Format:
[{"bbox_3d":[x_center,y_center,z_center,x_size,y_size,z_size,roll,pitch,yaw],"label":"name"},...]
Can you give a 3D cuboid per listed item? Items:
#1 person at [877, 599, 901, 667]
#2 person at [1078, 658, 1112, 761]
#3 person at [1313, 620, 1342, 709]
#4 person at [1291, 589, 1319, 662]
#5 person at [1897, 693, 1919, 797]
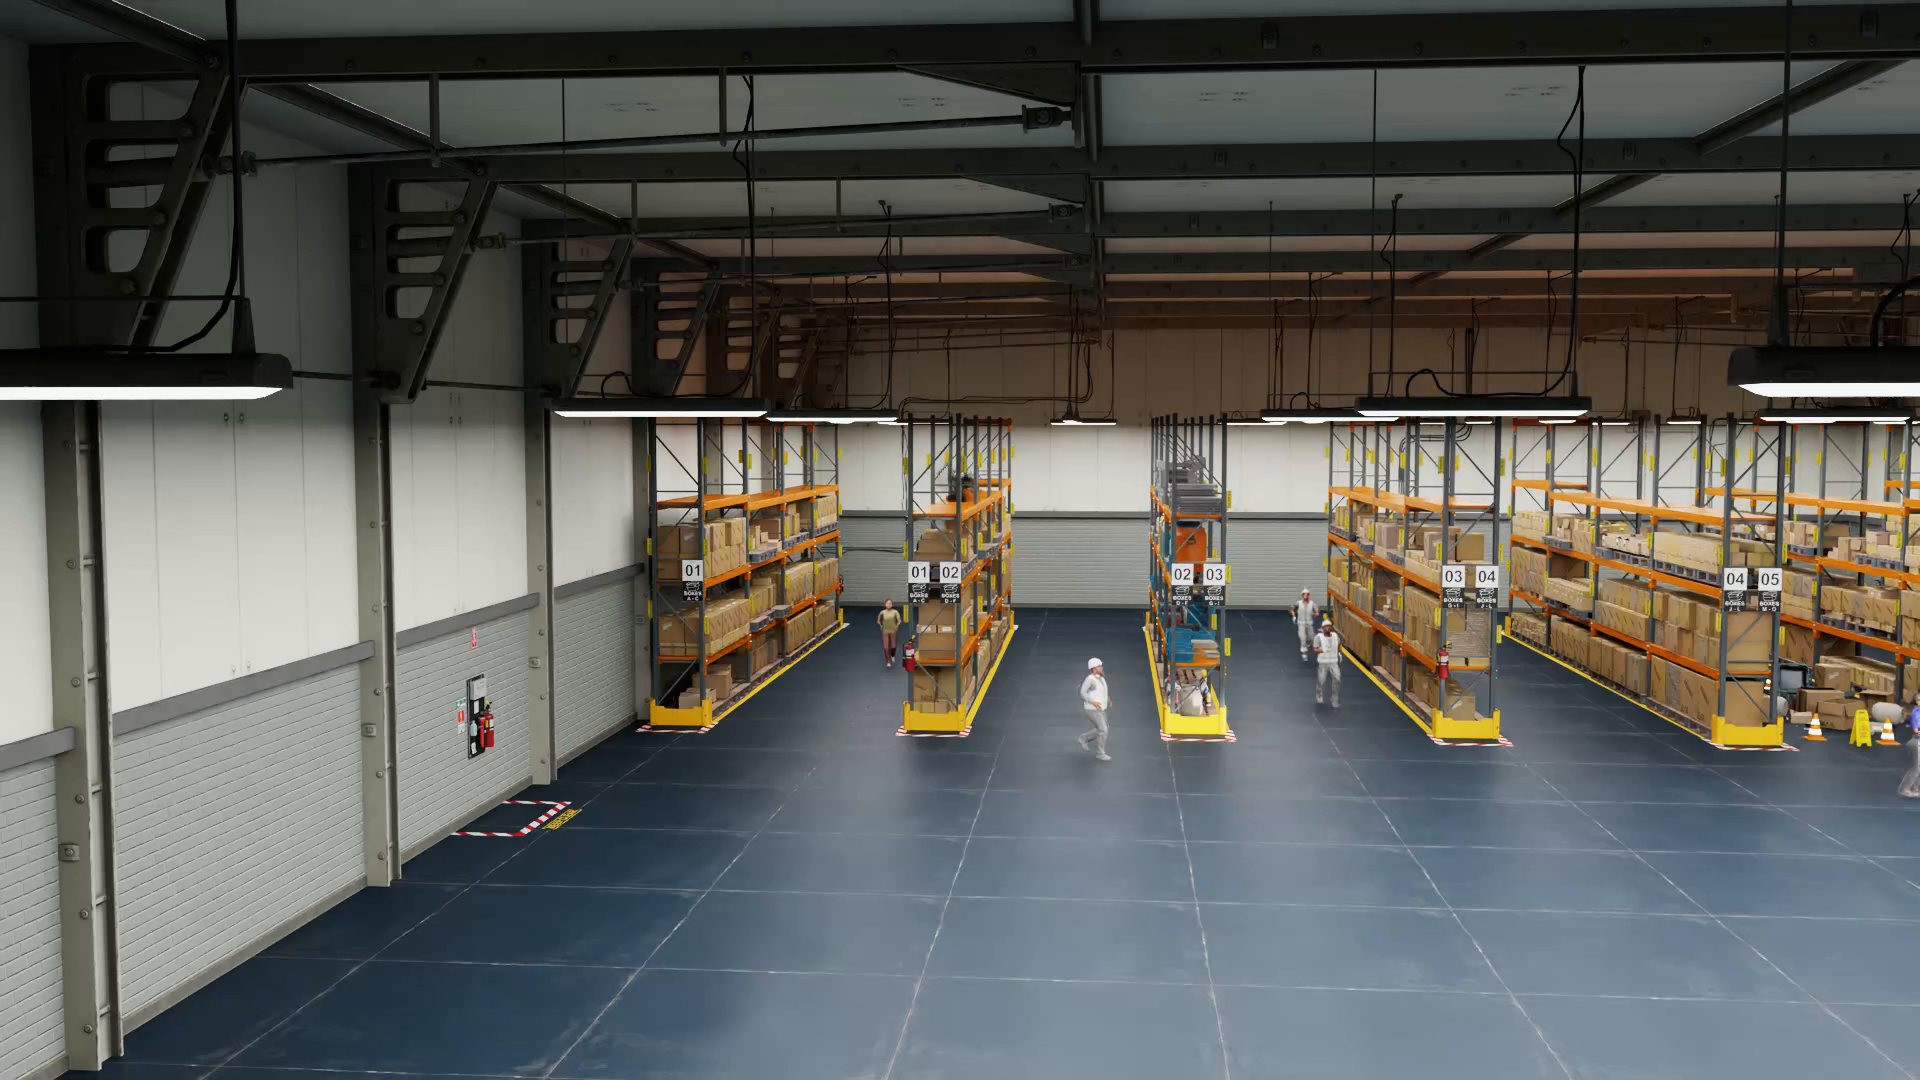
[{"bbox_3d":[-1.697,2.215,39.716,0.577,1.621,0.562,0,4,-2],"label":"person"},{"bbox_3d":[2.310,2.916,28.787,0.687,1.753,0.670,2,4,30],"label":"person"},{"bbox_3d":[7.546,2.546,34.071,0.667,1.824,0.739,0,4,-5],"label":"person"},{"bbox_3d":[8.487,2.088,40.879,0.670,1.765,0.914,0,4,3],"label":"person"},{"bbox_3d":[14.823,3.186,25.592,0.556,1.670,0.642,-4,5,-43],"label":"person"}]
